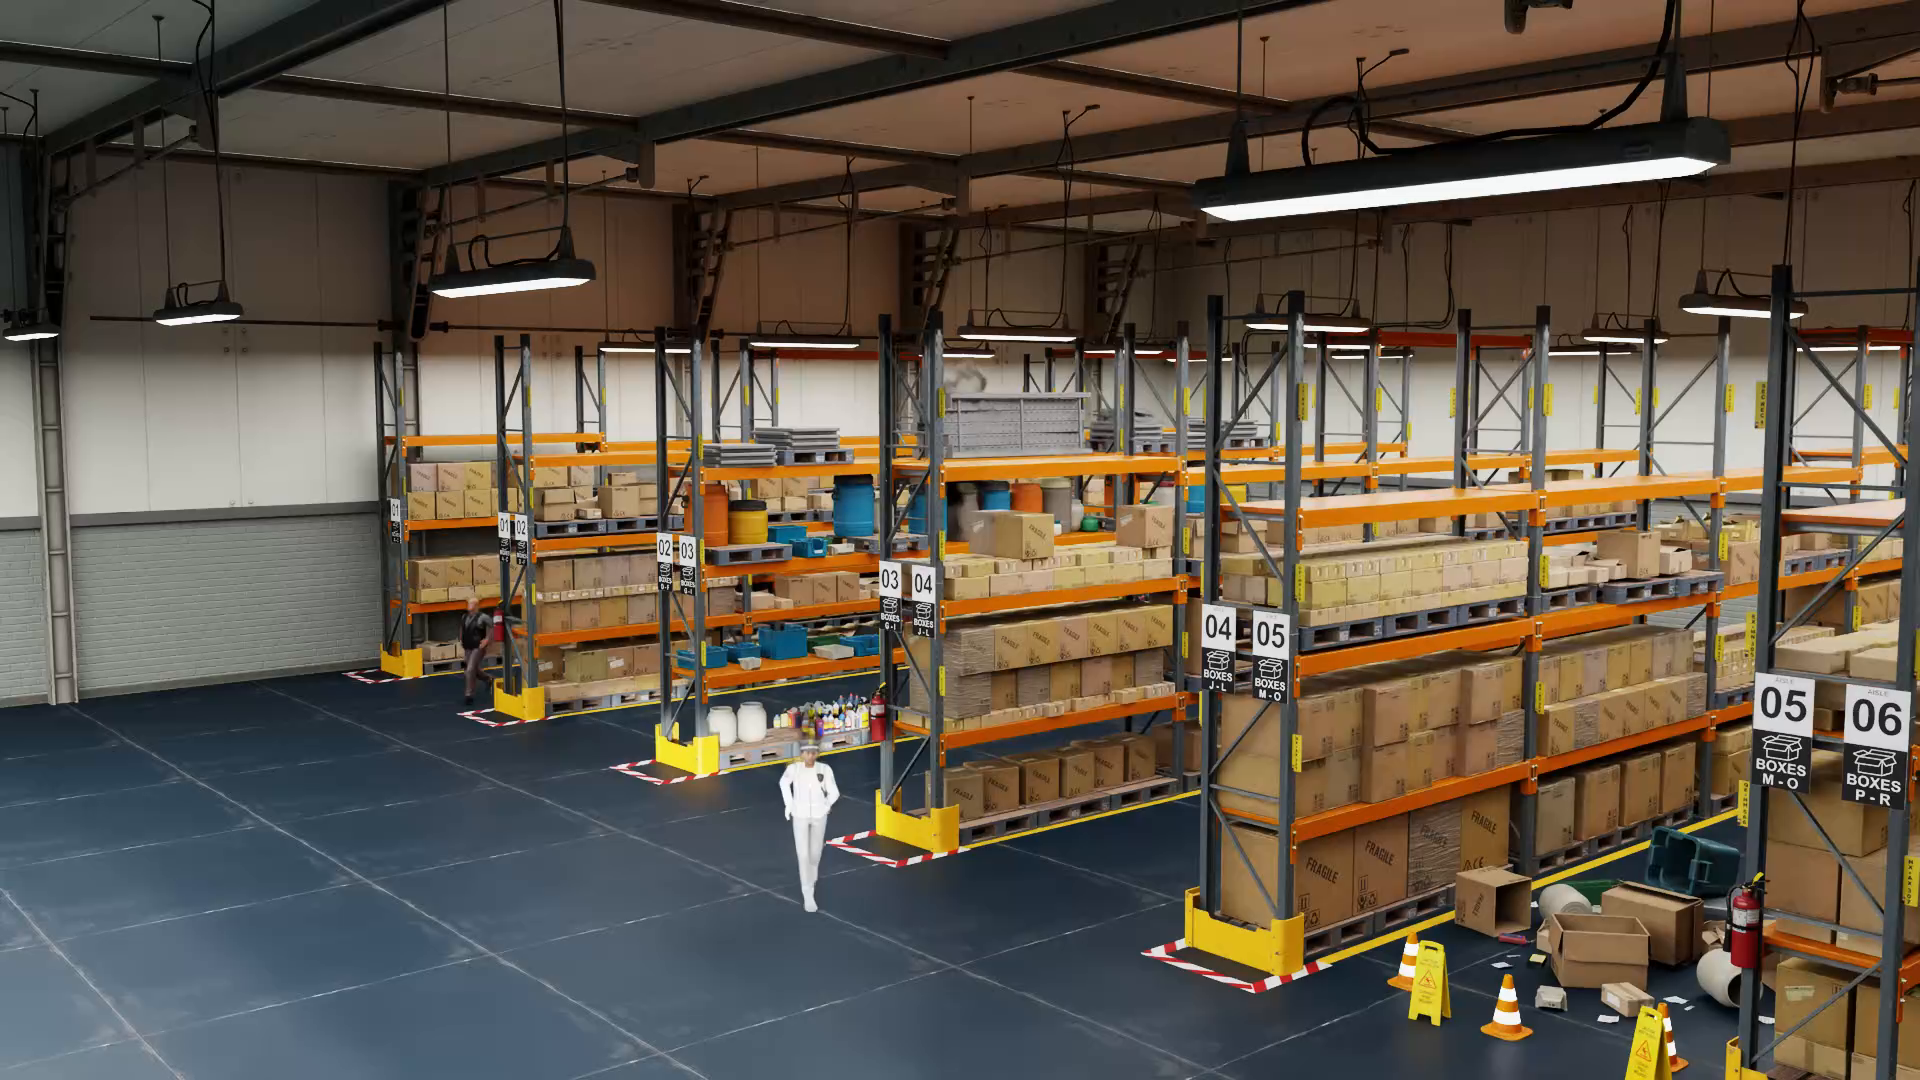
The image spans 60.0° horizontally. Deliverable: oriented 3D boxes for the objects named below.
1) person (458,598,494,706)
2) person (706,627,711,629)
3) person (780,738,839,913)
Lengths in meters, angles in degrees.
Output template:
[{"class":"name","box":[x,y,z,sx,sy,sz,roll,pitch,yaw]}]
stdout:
[{"class":"person","box":[-7.997,1.854,27.498,0.698,1.662,0.938,3,6,29]},{"class":"person","box":[-4.788,1.561,30.648,0.580,1.652,0.557,4,7,38]},{"class":"person","box":[-1.518,2.804,16.800,0.579,1.696,0.898,-1,5,-10]}]
